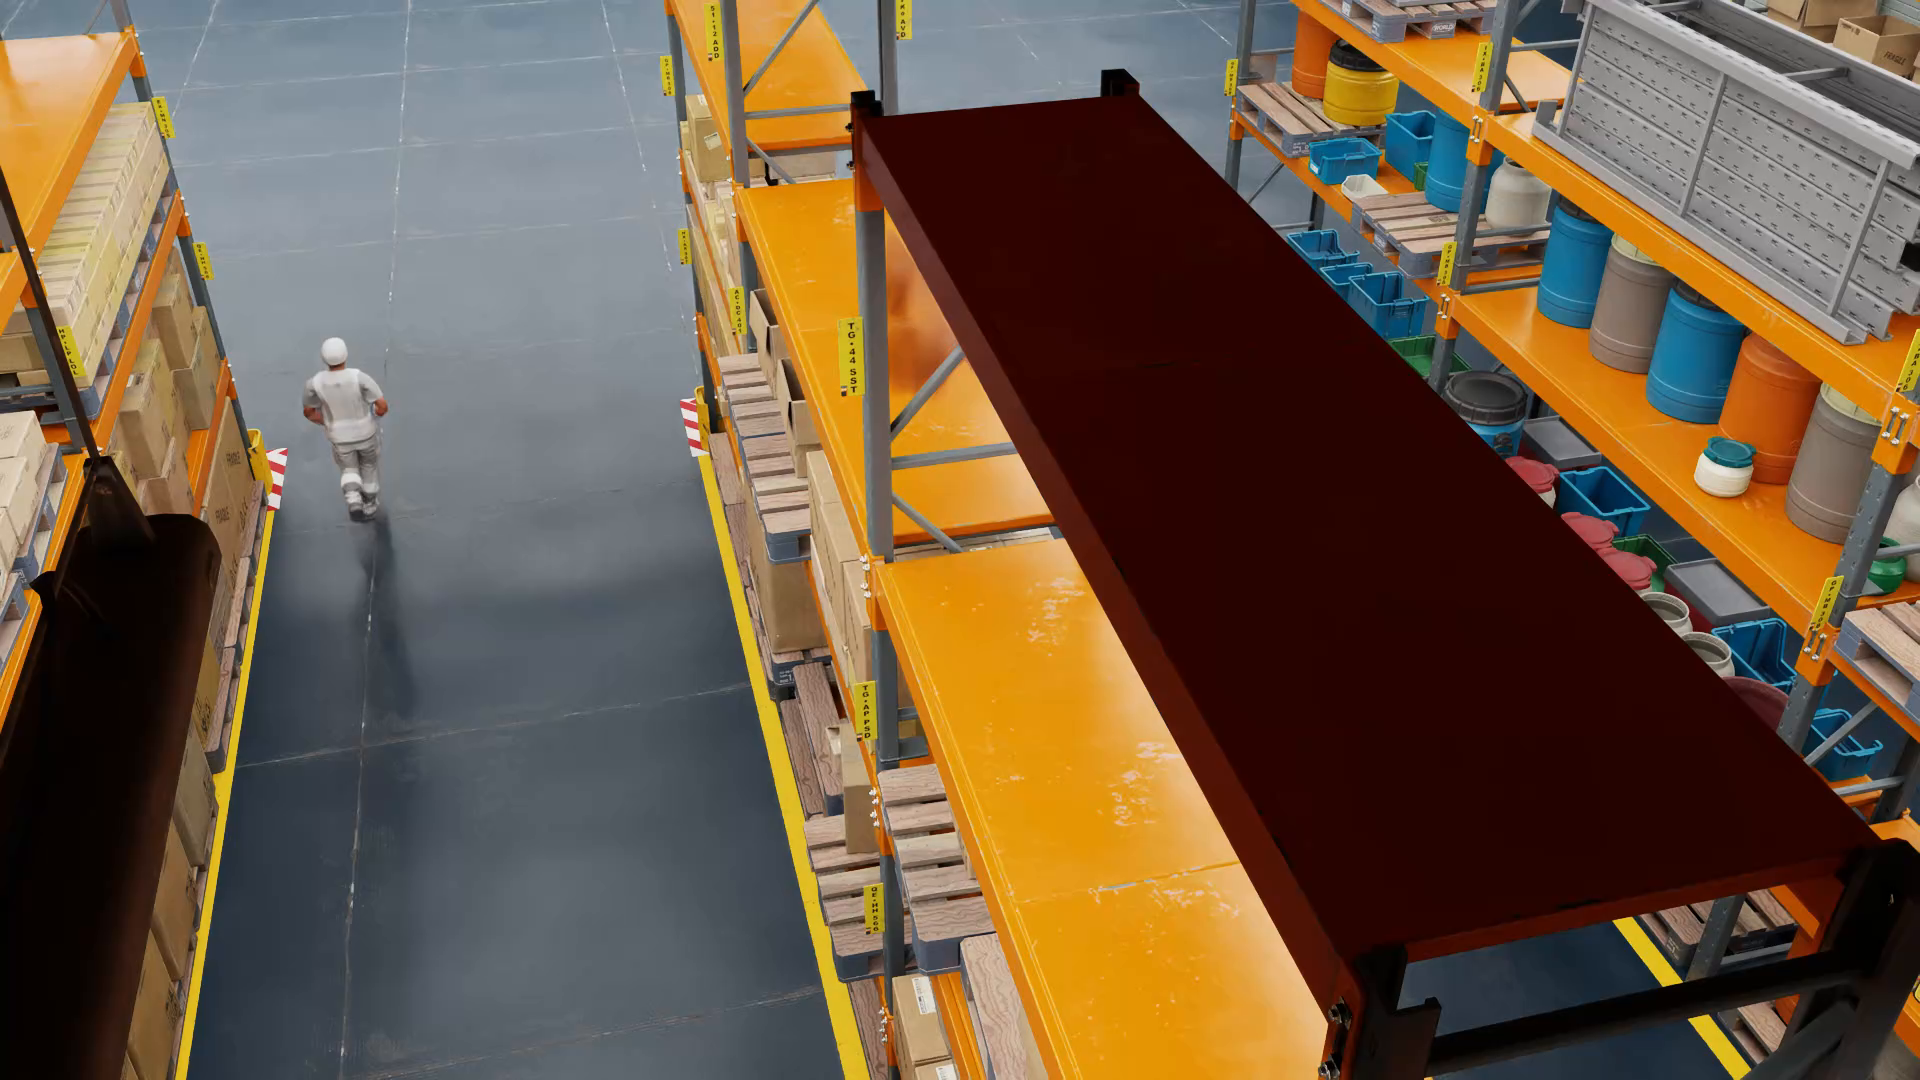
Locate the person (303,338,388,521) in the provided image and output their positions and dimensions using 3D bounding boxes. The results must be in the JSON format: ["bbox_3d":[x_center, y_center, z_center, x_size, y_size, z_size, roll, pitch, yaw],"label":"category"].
[{"bbox_3d":[-5.035,-0.861,13.806,0.663,1.758,0.714,-7,35,-11],"label":"person"}]
